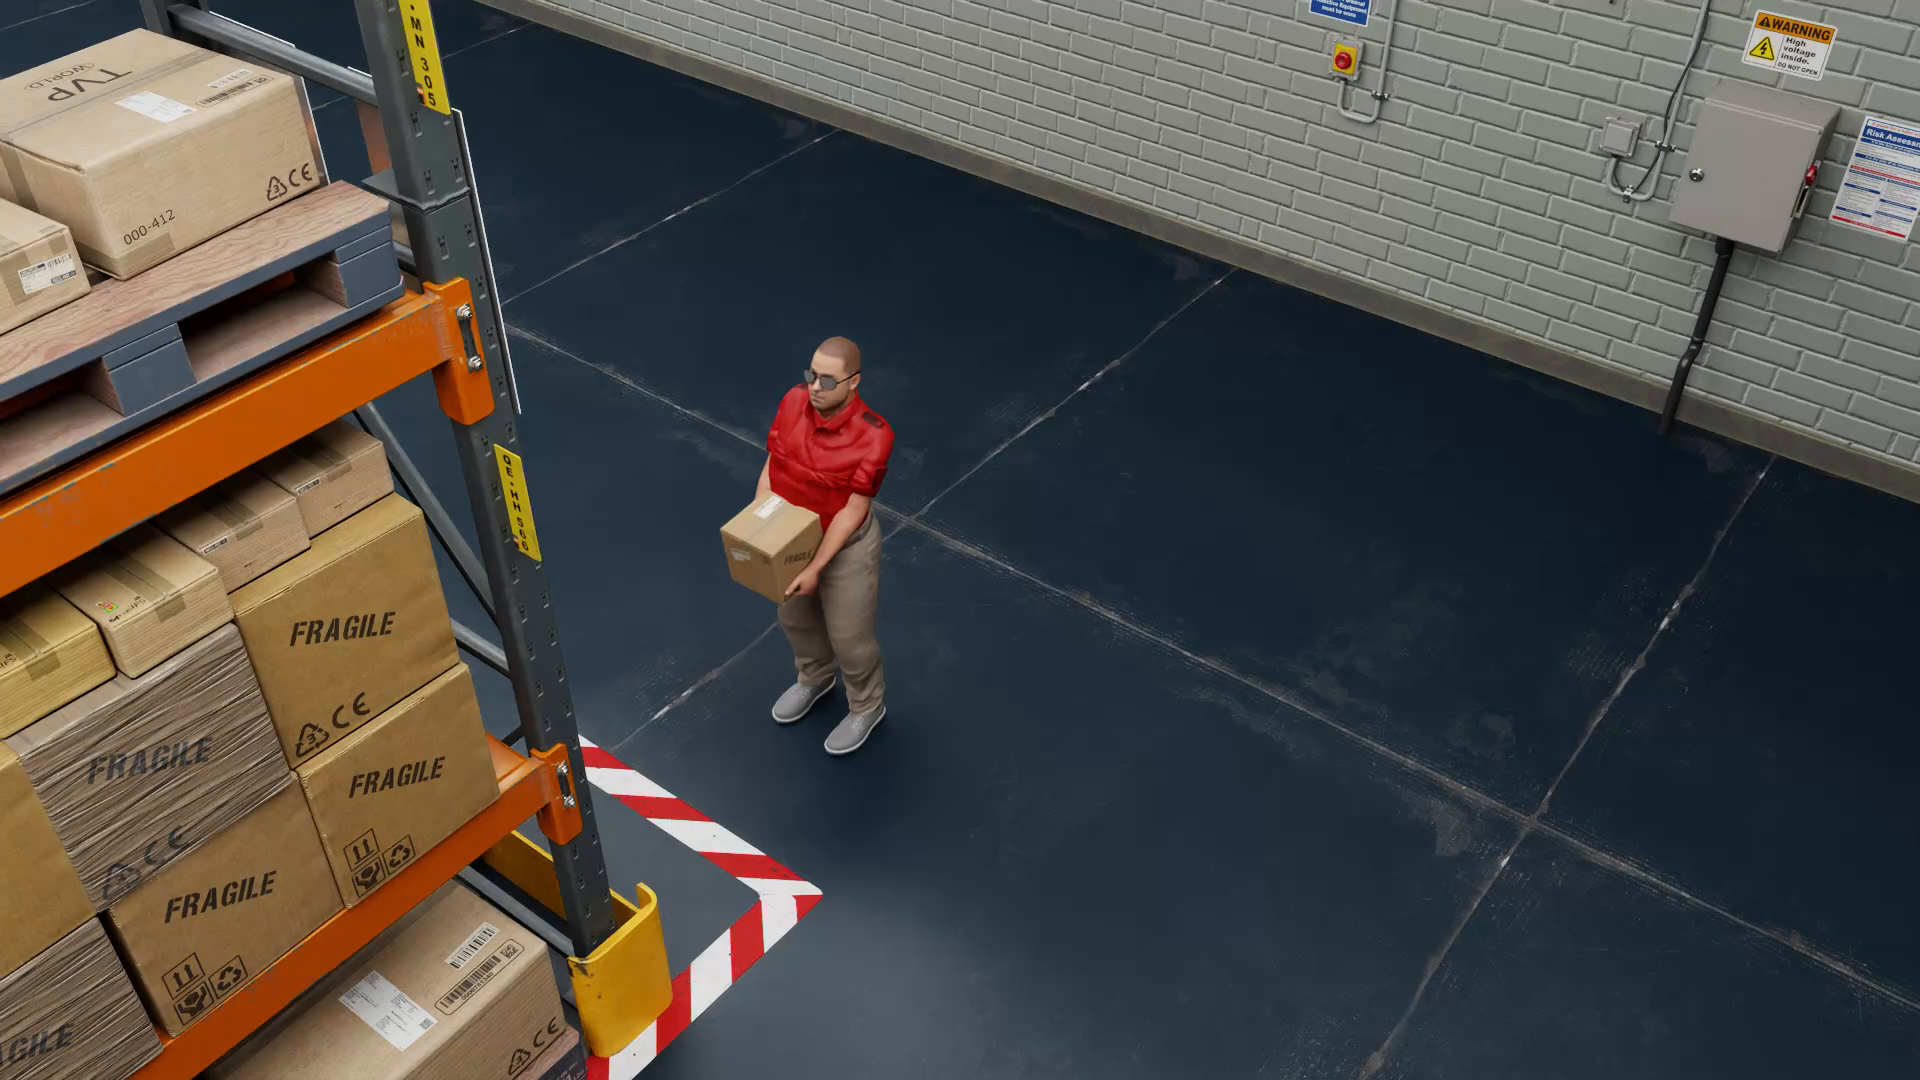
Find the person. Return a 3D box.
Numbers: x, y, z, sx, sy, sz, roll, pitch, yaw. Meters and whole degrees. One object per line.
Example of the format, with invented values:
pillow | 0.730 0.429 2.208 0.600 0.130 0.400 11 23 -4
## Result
person | -0.535 0.072 6.087 0.493 1.712 0.537 26 45 29
